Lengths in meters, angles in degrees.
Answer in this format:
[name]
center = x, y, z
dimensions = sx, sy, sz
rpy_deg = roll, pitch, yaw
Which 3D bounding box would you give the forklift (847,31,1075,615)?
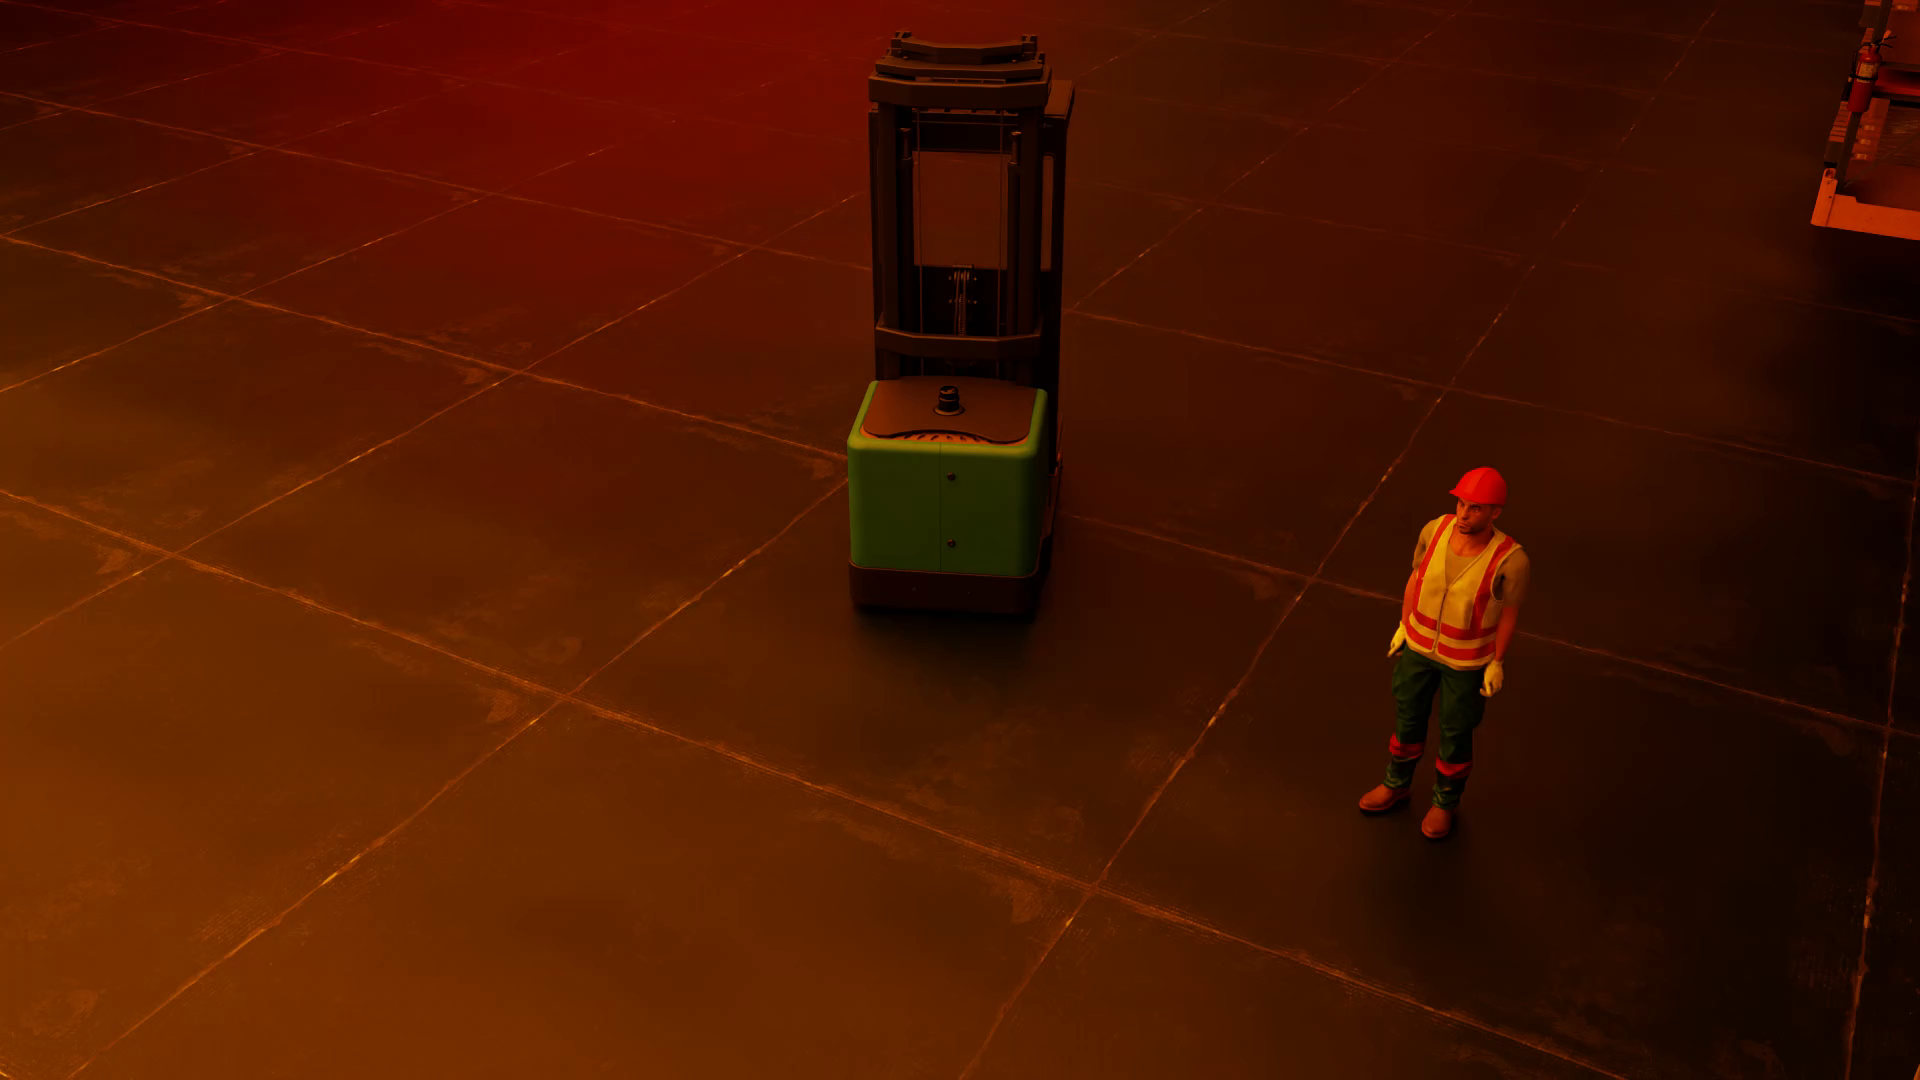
[forklift]
center = 0.072, -1.572, 9.794
dimensions = 1.130, 2.935, 3.031
rpy_deg = 3, 30, 6

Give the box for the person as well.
[person]
center = 2.150, 0.499, 7.350
dimensions = 0.535, 1.794, 0.375
rpy_deg = 23, 37, 34
